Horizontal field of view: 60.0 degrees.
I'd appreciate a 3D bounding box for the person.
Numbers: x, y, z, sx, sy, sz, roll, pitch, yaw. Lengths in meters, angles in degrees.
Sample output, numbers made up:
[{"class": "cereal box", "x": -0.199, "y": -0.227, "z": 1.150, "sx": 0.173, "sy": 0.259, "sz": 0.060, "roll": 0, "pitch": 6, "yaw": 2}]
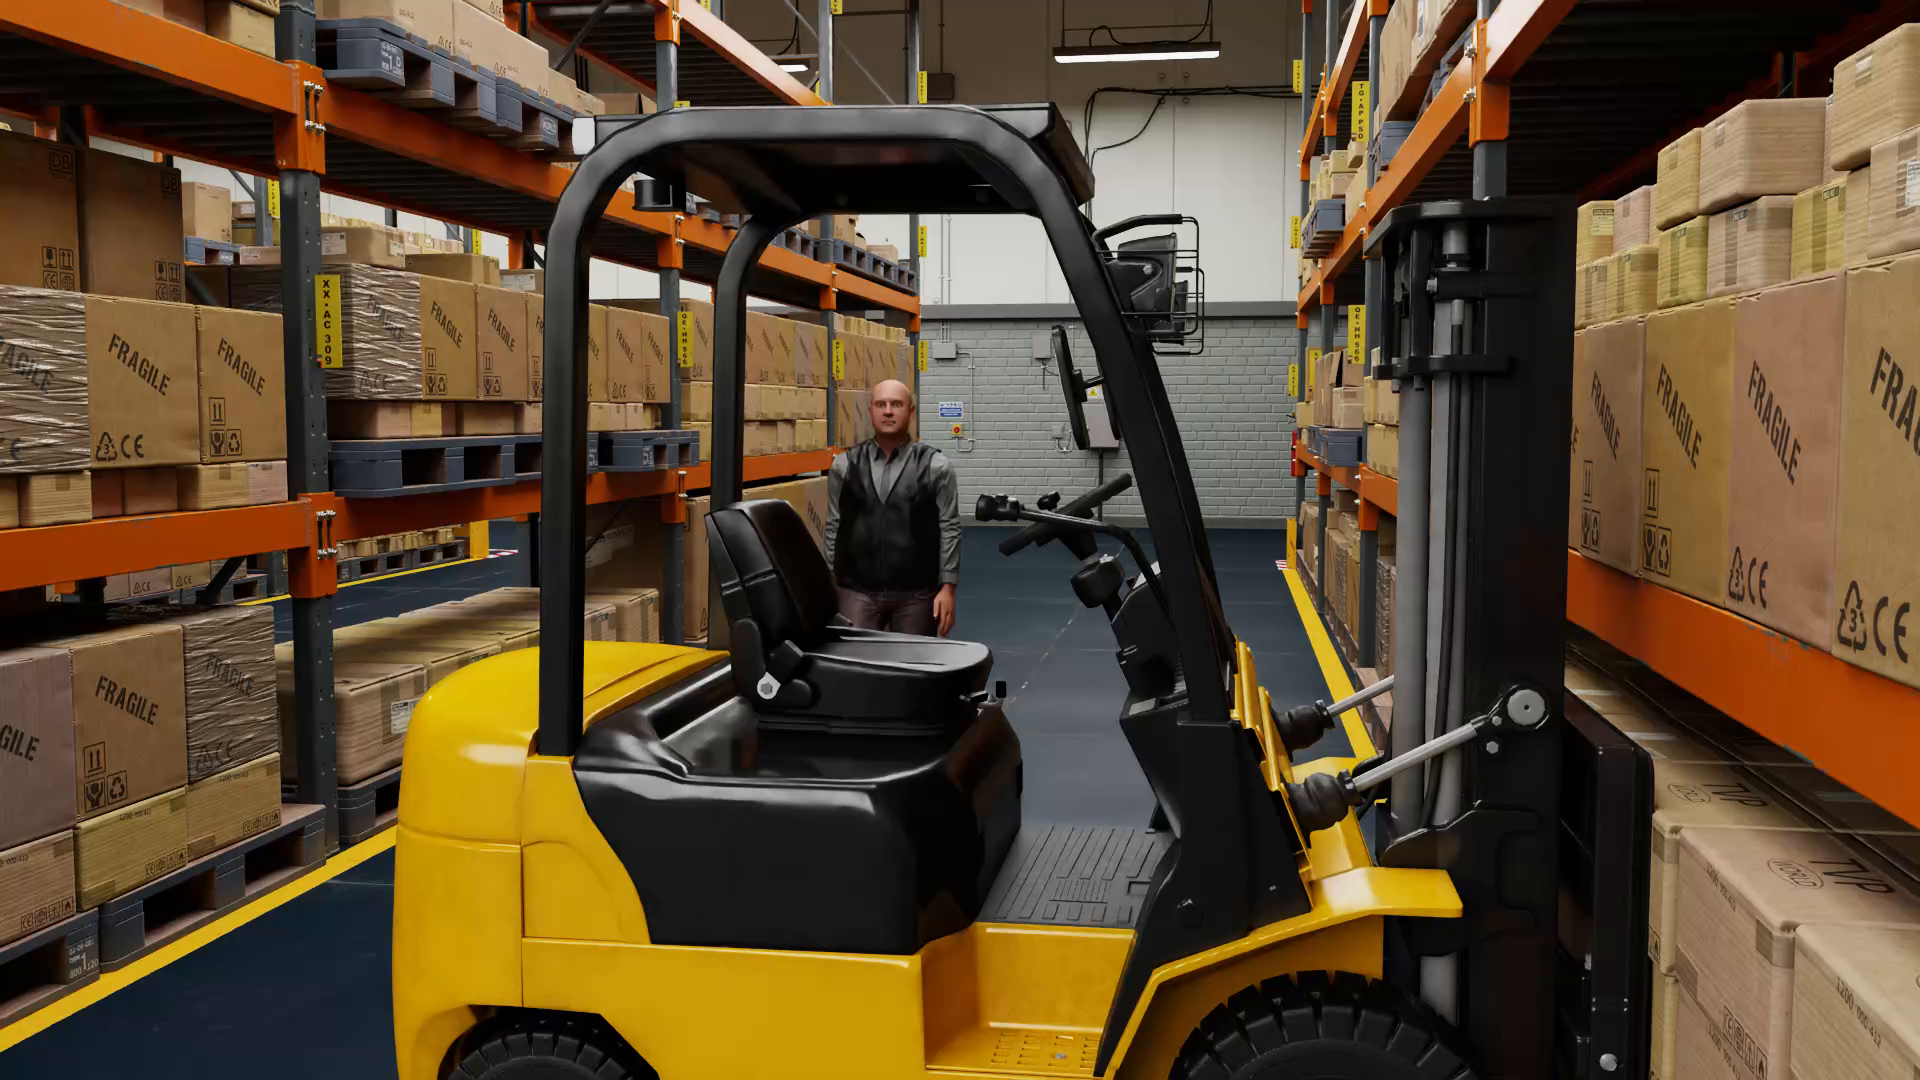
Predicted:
[{"class": "person", "x": -0.272, "y": 0.245, "z": 6.517, "sx": 0.556, "sy": 1.741, "sz": 0.498, "roll": 0, "pitch": 4, "yaw": 4}]
